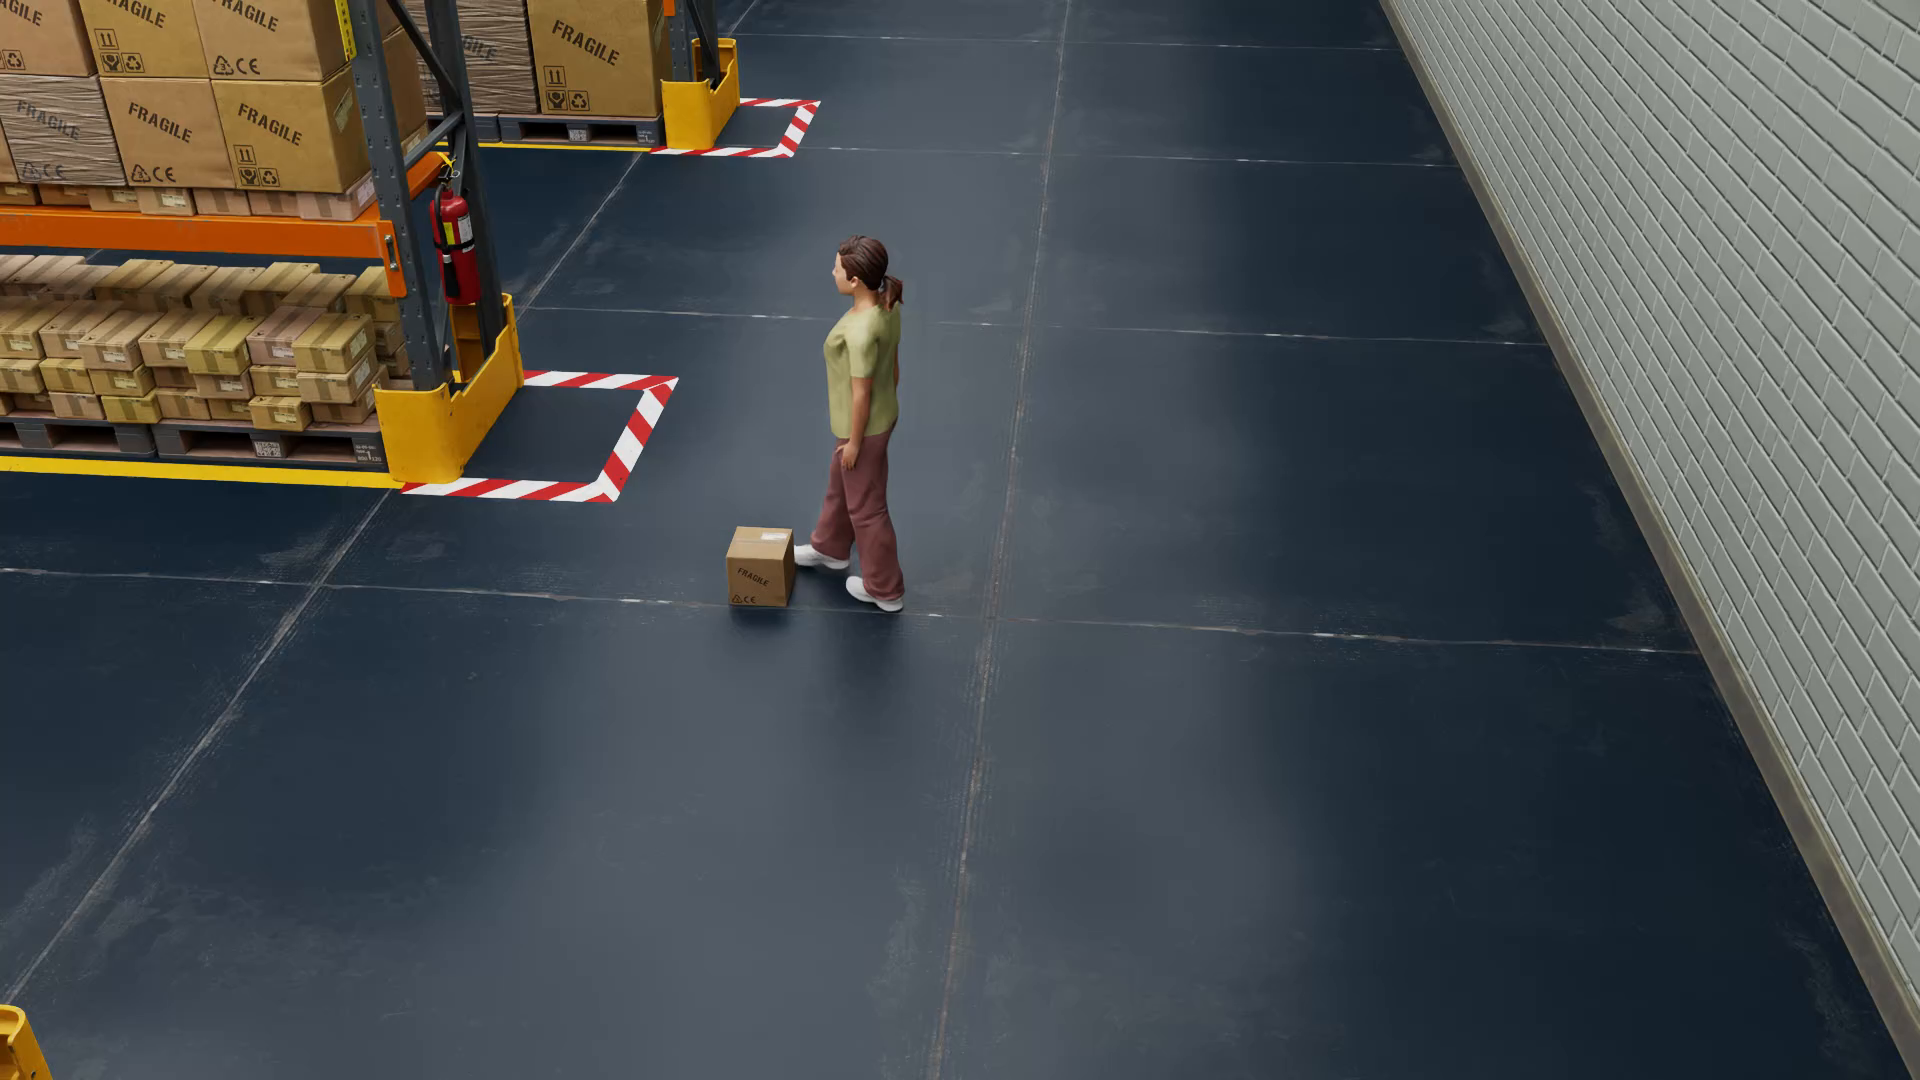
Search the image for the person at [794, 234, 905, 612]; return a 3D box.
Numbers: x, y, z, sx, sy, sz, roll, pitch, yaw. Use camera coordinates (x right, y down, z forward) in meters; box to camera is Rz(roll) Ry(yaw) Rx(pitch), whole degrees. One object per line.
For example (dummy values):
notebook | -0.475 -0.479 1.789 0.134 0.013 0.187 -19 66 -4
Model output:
person | -0.522 -0.488 6.910 0.636 1.669 0.448 7 33 11
